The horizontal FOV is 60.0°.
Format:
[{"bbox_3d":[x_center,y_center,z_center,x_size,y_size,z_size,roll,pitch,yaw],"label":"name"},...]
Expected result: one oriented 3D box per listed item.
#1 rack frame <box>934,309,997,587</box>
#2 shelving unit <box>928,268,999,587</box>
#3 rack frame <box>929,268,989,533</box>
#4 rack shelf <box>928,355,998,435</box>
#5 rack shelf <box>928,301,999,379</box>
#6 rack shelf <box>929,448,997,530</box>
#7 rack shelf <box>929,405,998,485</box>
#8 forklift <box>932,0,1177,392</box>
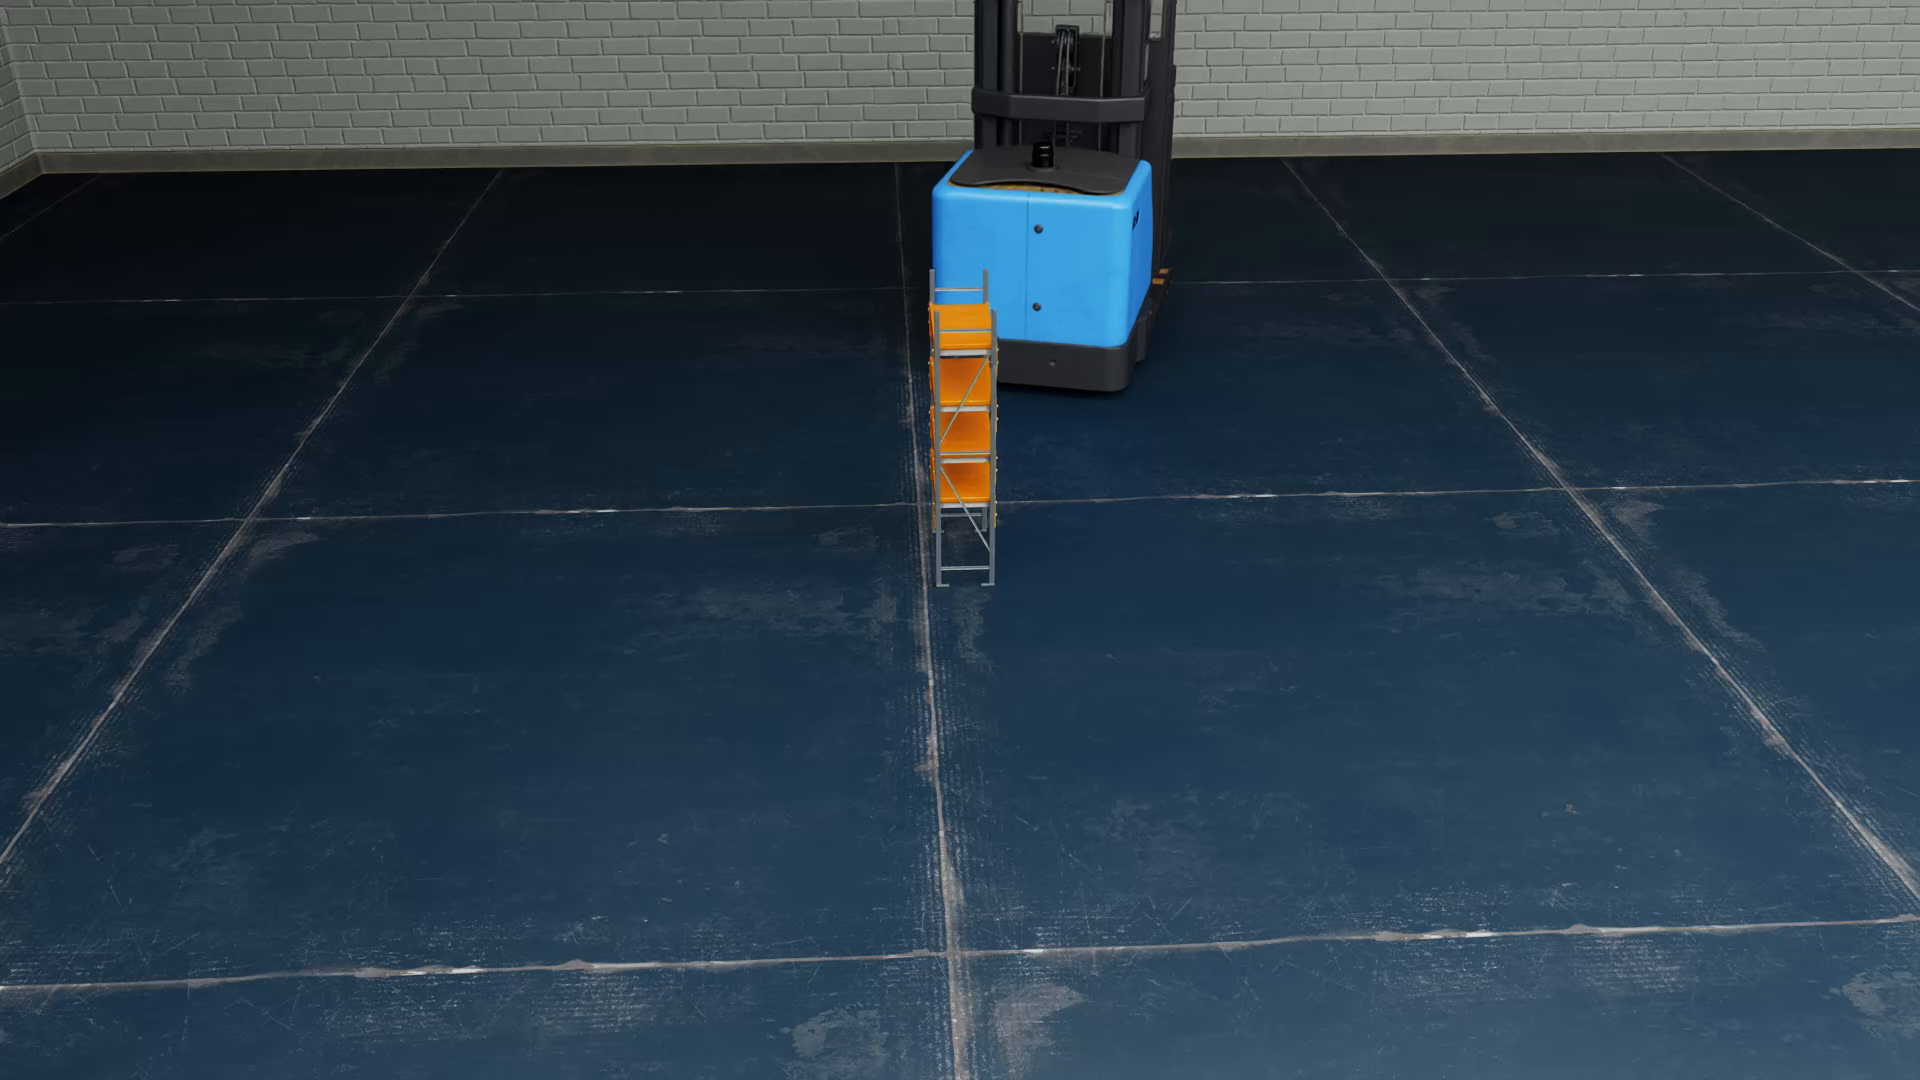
[{"bbox_3d":[0.021,-0.343,6.610,0.240,1.200,0.015,-1,28,-3],"label":"rack frame"},{"bbox_3d":[0.009,-0.456,6.826,0.258,1.200,0.503,-1,28,-3],"label":"shelving unit"},{"bbox_3d":[-0.004,-0.568,7.042,0.240,1.200,0.015,-1,28,-3],"label":"rack frame"},{"bbox_3d":[0.009,-0.594,6.754,0.258,0.148,0.480,-1,28,-3],"label":"rack shelf"},{"bbox_3d":[0.009,-0.804,6.644,0.258,0.148,0.480,-1,28,-3],"label":"rack shelf"},{"bbox_3d":[0.009,-0.220,6.949,0.258,0.148,0.480,-1,28,-3],"label":"rack shelf"},{"bbox_3d":[0.009,-0.396,6.857,0.258,0.148,0.480,-1,28,-3],"label":"rack shelf"},{"bbox_3d":[0.675,-2.725,9.305,1.130,2.935,3.031,6,28,12],"label":"forklift"}]
